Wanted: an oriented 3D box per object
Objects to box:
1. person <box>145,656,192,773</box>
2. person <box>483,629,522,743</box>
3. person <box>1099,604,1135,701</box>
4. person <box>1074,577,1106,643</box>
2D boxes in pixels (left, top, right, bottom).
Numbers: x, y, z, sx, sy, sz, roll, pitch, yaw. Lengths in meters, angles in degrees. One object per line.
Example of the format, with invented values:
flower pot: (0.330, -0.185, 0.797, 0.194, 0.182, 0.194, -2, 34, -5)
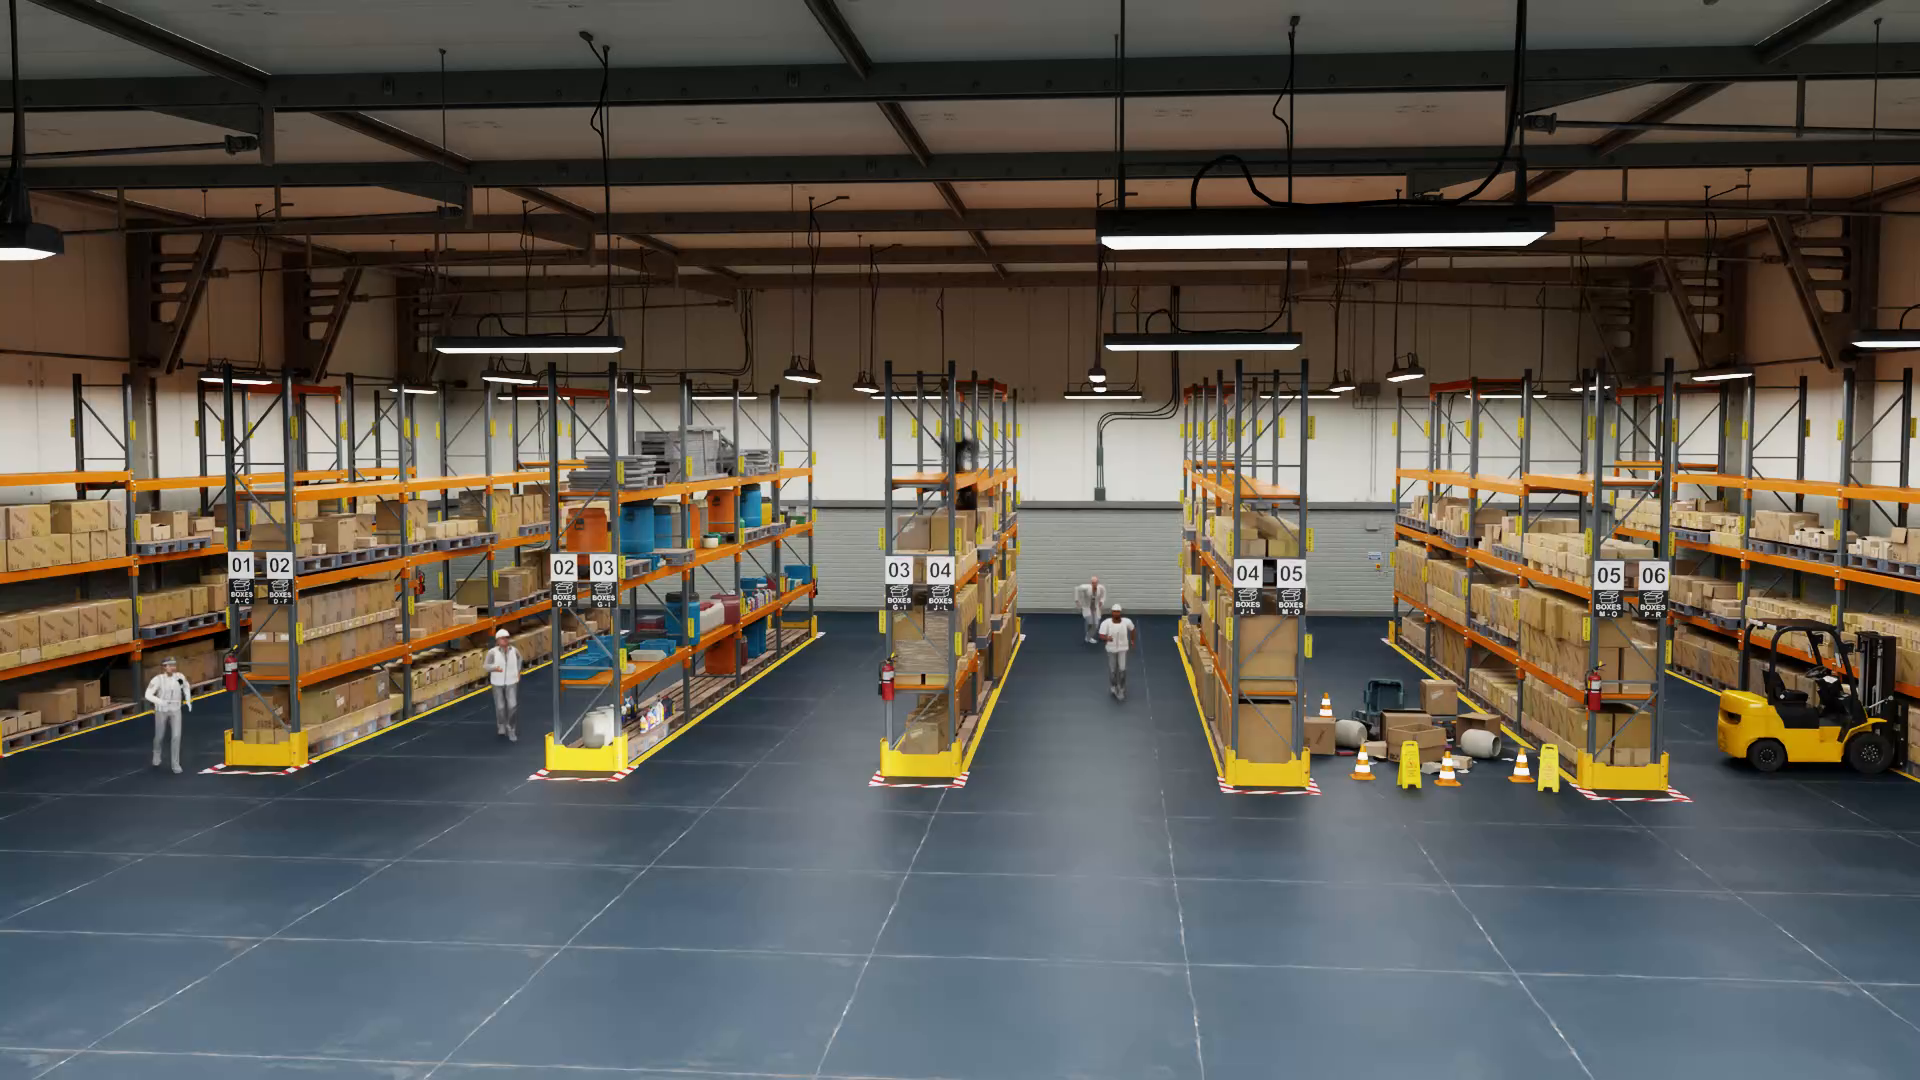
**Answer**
person: (-11.634, 2.531, 24.465, 0.646, 1.682, 0.931, -3, 5, -35)
person: (-7.390, 2.349, 26.909, 0.629, 1.826, 0.784, -1, 4, -17)
person: (2.924, 2.090, 30.967, 0.674, 1.810, 0.826, 0, 4, 5)
person: (3.056, 1.643, 38.999, 0.733, 1.600, 0.874, -1, 4, -9)
